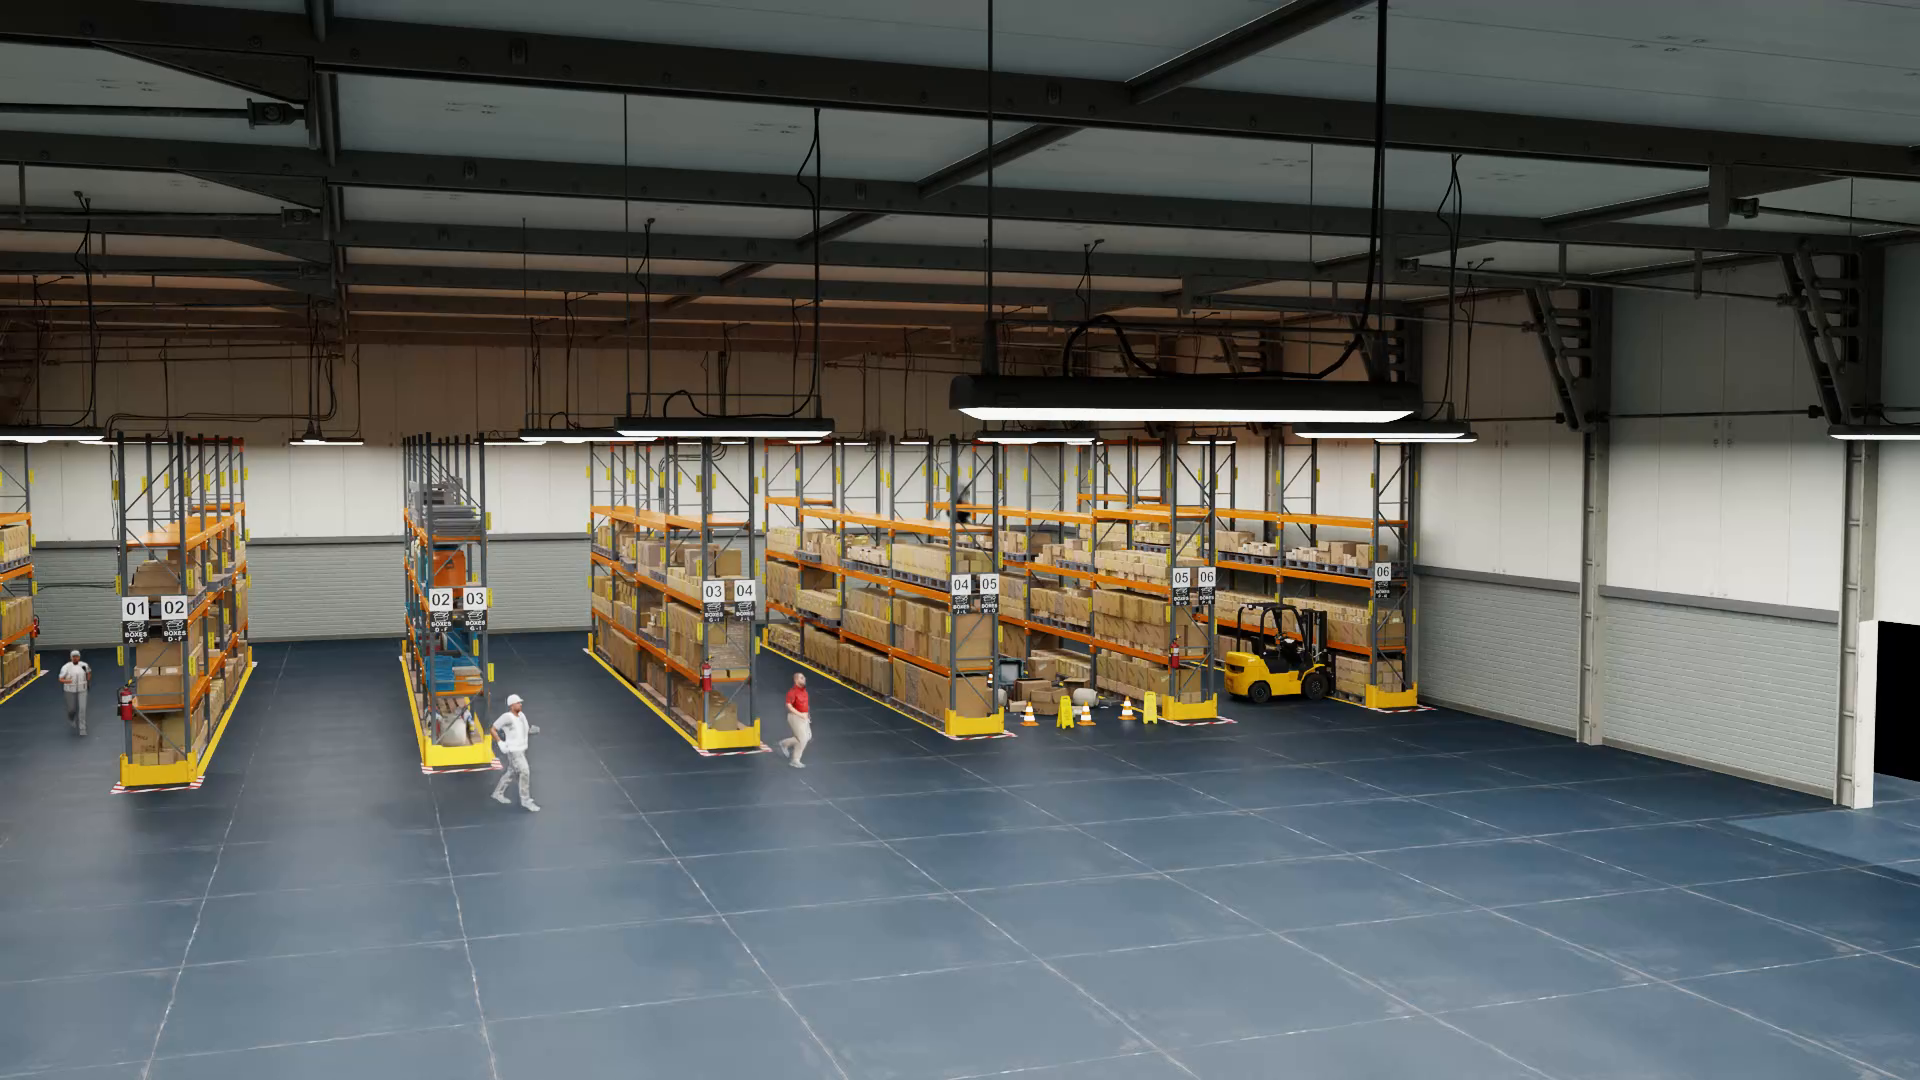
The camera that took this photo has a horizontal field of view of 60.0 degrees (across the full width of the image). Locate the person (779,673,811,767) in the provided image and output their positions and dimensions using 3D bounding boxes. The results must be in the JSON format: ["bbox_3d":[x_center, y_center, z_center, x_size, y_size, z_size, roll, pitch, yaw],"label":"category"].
[{"bbox_3d":[-2.962,3.230,29.960,0.669,1.705,0.687,1,3,18],"label":"person"}]

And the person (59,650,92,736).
[{"bbox_3d":[-17.660,3.036,33.231,0.606,1.666,0.924,-2,4,-34],"label":"person"}]

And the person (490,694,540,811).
[{"bbox_3d":[-7.036,3.352,26.311,0.863,1.820,0.673,0,3,8],"label":"person"}]

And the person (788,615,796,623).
[{"bbox_3d":[-4.937,2.127,49.820,0.876,1.712,0.807,1,3,11],"label":"person"}]
